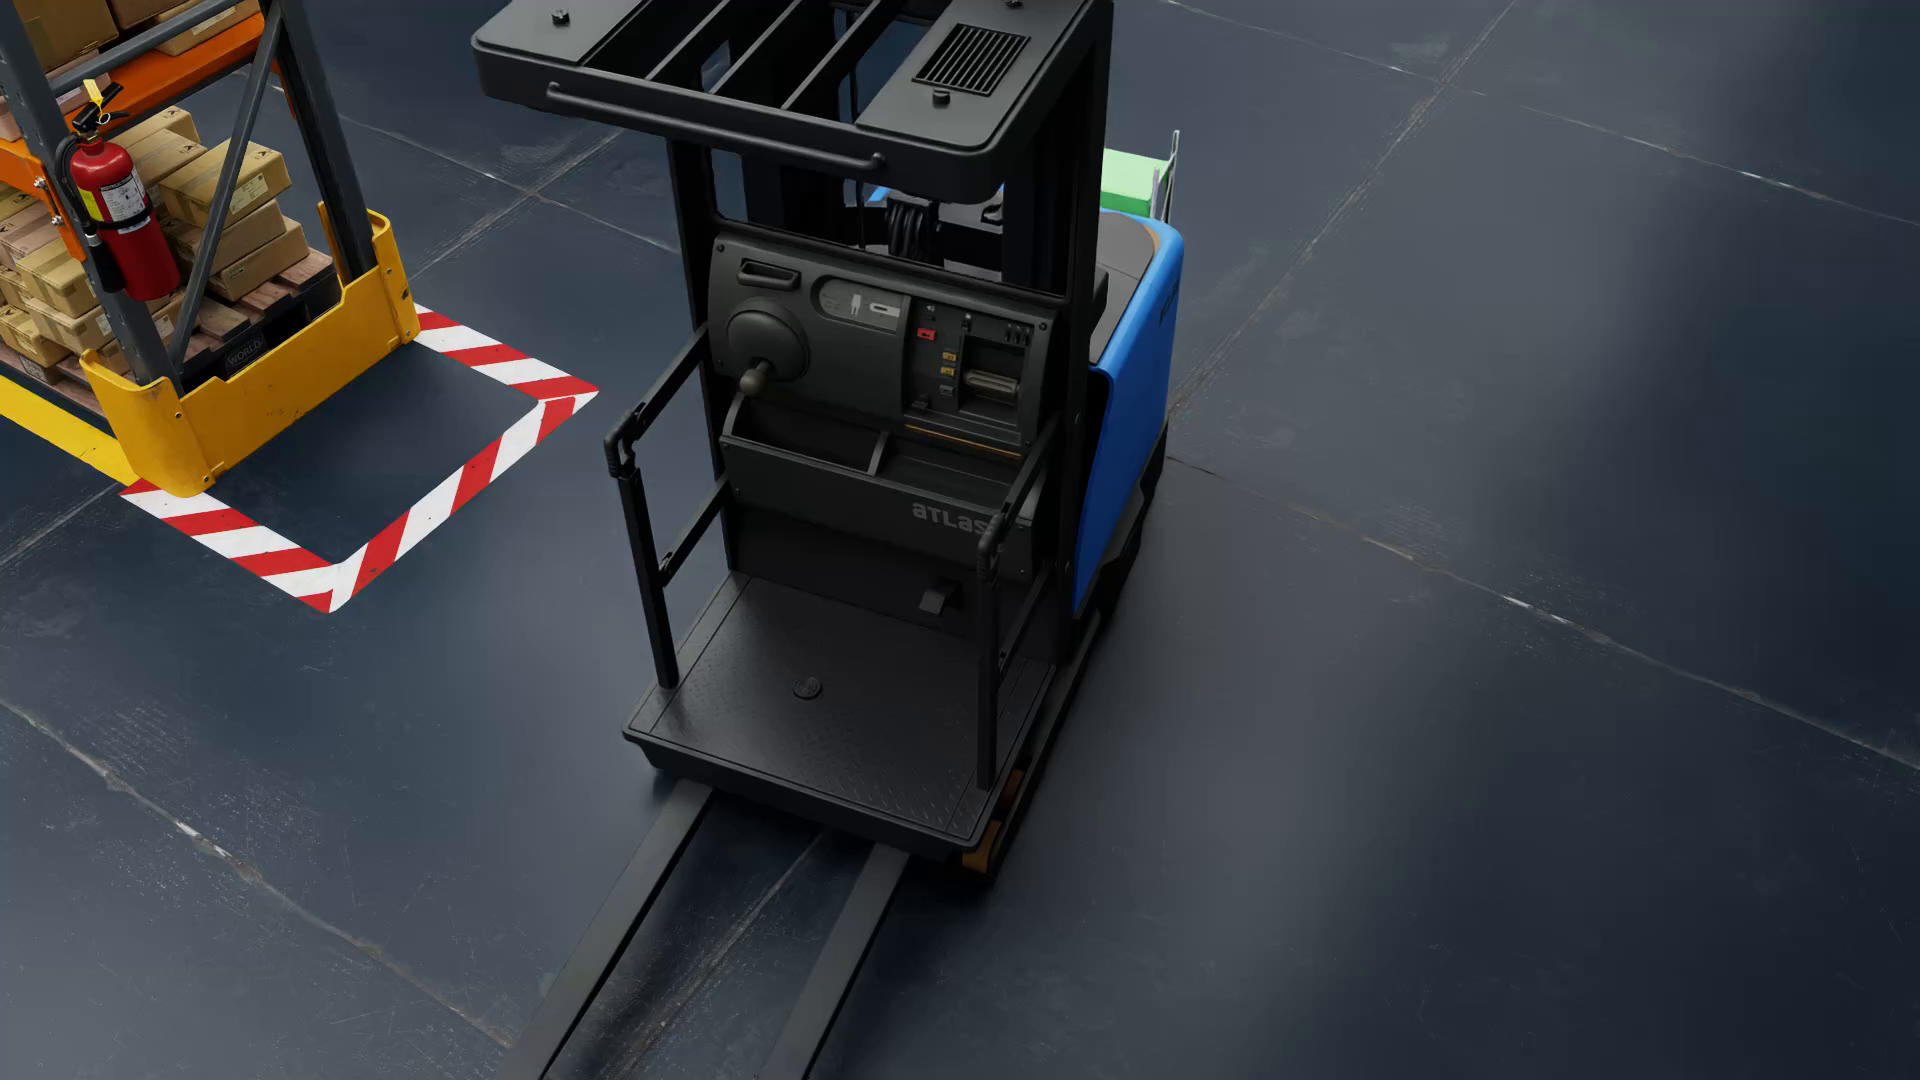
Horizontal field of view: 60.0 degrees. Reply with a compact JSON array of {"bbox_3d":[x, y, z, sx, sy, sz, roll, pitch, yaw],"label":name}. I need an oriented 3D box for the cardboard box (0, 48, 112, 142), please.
[{"bbox_3d":[-2.922,-1.434,5.227,0.250,0.149,0.380,25,51,22],"label":"cardboard box"}]

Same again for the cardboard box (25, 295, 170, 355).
[{"bbox_3d":[-3.093,-0.854,5.976,0.250,0.149,0.380,23,50,21],"label":"cardboard box"}]

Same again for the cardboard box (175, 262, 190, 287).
[{"bbox_3d":[-3.028,-1.167,6.487,0.250,0.149,0.380,25,51,22],"label":"cardboard box"}]

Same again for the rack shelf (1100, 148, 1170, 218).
[{"bbox_3d":[0.429,-1.174,5.473,0.480,0.148,0.258,16,48,15],"label":"rack shelf"}]

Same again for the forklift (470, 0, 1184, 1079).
[{"bbox_3d":[-0.292,-0.406,4.101,1.130,2.935,3.031,16,48,15],"label":"forklift"}]

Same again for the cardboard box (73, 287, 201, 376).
[{"bbox_3d":[-3.051,-0.797,6.128,0.250,0.149,0.380,26,51,23],"label":"cardboard box"}]

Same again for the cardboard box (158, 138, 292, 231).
[{"bbox_3d":[-2.753,-1.334,6.235,0.250,0.149,0.380,23,50,20],"label":"cardboard box"}]

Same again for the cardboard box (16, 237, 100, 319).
[{"bbox_3d":[-3.077,-0.978,5.889,0.250,0.149,0.380,25,51,23],"label":"cardboard box"}]

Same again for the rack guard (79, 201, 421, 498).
[{"bbox_3d":[-2.559,-0.724,6.105,0.348,0.500,1.175,25,51,22],"label":"rack guard"}]

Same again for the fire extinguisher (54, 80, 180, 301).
[{"bbox_3d":[-2.532,-1.033,4.976,0.183,0.674,0.296,25,51,22],"label":"fire extinguisher"}]

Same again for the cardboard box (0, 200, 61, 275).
[{"bbox_3d":[-3.258,-1.110,6.017,0.250,0.149,0.380,26,51,23],"label":"cardboard box"}]

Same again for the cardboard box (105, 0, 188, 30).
[{"bbox_3d":[-2.724,-2.045,5.368,0.500,0.500,0.500,27,52,24],"label":"cardboard box"}]

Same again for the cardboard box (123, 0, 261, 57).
[{"bbox_3d":[-2.591,-1.802,5.584,0.250,0.149,0.380,24,51,22],"label":"cardboard box"}]

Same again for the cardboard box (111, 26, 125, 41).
[{"bbox_3d":[-2.827,-1.875,5.656,0.250,0.149,0.380,26,51,23],"label":"cardboard box"}]

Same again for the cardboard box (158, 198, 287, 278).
[{"bbox_3d":[-2.797,-1.180,6.293,0.250,0.149,0.380,27,52,24],"label":"cardboard box"}]

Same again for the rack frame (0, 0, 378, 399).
[{"bbox_3d":[-2.495,-1.566,5.180,0.127,3.000,1.000,25,51,22],"label":"rack frame"}]

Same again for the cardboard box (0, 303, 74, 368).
[{"bbox_3d":[-3.322,-0.835,6.165,0.250,0.149,0.380,26,51,23],"label":"cardboard box"}]

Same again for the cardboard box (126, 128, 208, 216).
[{"bbox_3d":[-3.050,-1.368,6.268,0.250,0.149,0.380,26,51,23],"label":"cardboard box"}]

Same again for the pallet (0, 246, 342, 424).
[{"bbox_3d":[-3.224,-0.959,6.535,1.213,0.211,1.003,25,51,22],"label":"pallet"}]

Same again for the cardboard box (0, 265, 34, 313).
[{"bbox_3d":[-3.284,-0.988,6.106,0.250,0.149,0.380,24,50,21],"label":"cardboard box"}]

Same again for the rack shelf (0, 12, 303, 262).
[{"bbox_3d":[-4.179,-2.089,6.190,4.000,0.370,1.077,25,51,22],"label":"rack shelf"}]

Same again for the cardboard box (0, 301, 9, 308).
[{"bbox_3d":[-3.498,-0.989,6.315,0.250,0.149,0.380,24,51,22],"label":"cardboard box"}]

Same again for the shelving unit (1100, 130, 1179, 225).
[{"bbox_3d":[0.428,-0.883,5.770,0.503,1.200,0.258,16,48,15],"label":"shelving unit"}]

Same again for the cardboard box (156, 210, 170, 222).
[{"bbox_3d":[-2.998,-1.320,6.429,0.250,0.149,0.380,24,51,22],"label":"cardboard box"}]

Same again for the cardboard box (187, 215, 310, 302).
[{"bbox_3d":[-2.763,-1.115,6.437,0.250,0.149,0.380,26,51,23],"label":"cardboard box"}]

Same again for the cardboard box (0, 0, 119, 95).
[{"bbox_3d":[-3.012,-1.723,5.056,0.500,0.500,0.500,26,51,23],"label":"cardboard box"}]

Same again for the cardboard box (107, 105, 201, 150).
[{"bbox_3d":[-3.193,-1.543,6.438,0.250,0.149,0.380,25,51,22],"label":"cardboard box"}]

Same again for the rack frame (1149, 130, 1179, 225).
[{"bbox_3d":[0.655,-0.819,5.708,0.015,1.200,0.240,16,48,15],"label":"rack frame"}]

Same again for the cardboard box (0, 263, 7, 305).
[{"bbox_3d":[-3.532,-1.054,6.171,0.250,0.149,0.380,23,50,21],"label":"cardboard box"}]

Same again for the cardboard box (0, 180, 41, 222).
[{"bbox_3d":[-3.545,-1.133,6.040,0.250,0.149,0.380,24,50,21],"label":"cardboard box"}]
